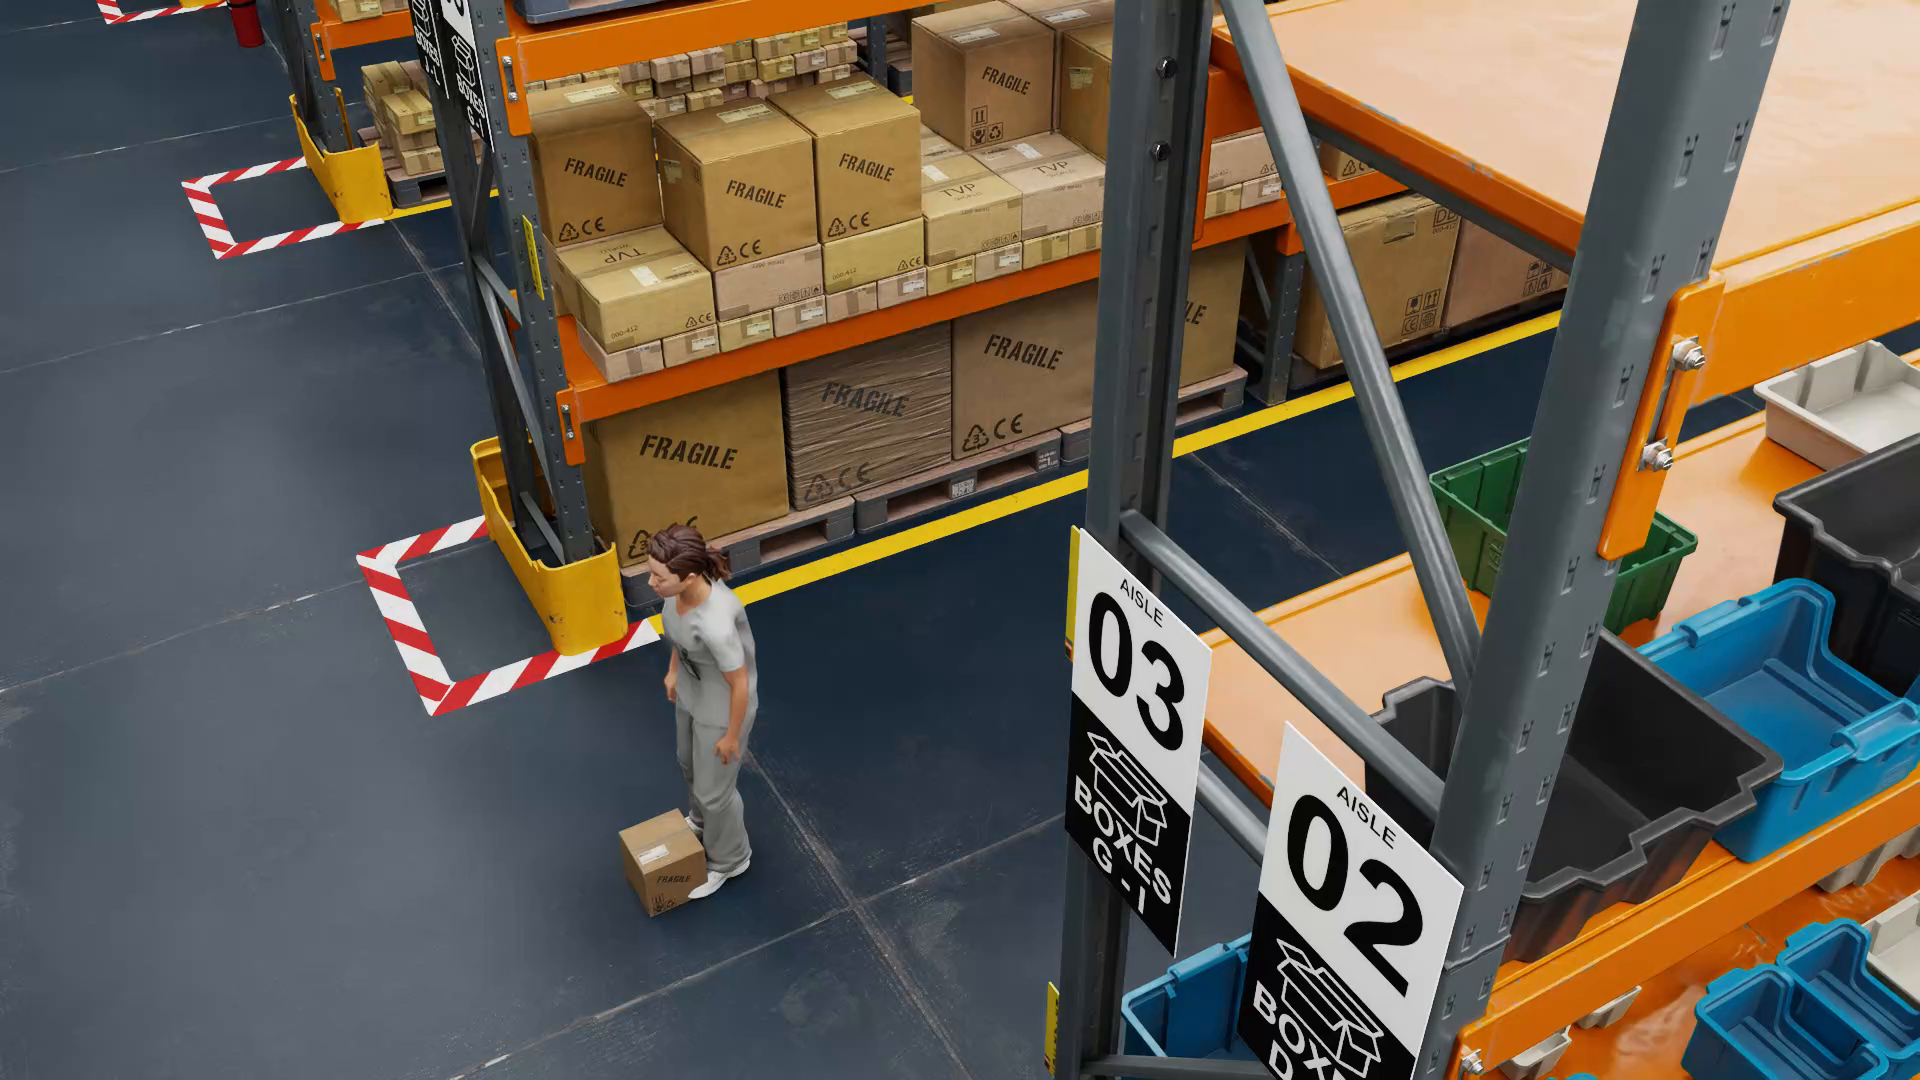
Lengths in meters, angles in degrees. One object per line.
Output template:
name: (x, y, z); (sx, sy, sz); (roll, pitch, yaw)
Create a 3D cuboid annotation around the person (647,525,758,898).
person: (-0.957, 0.614, 6.112); (0.412, 1.672, 0.514); (-22, 42, -26)
